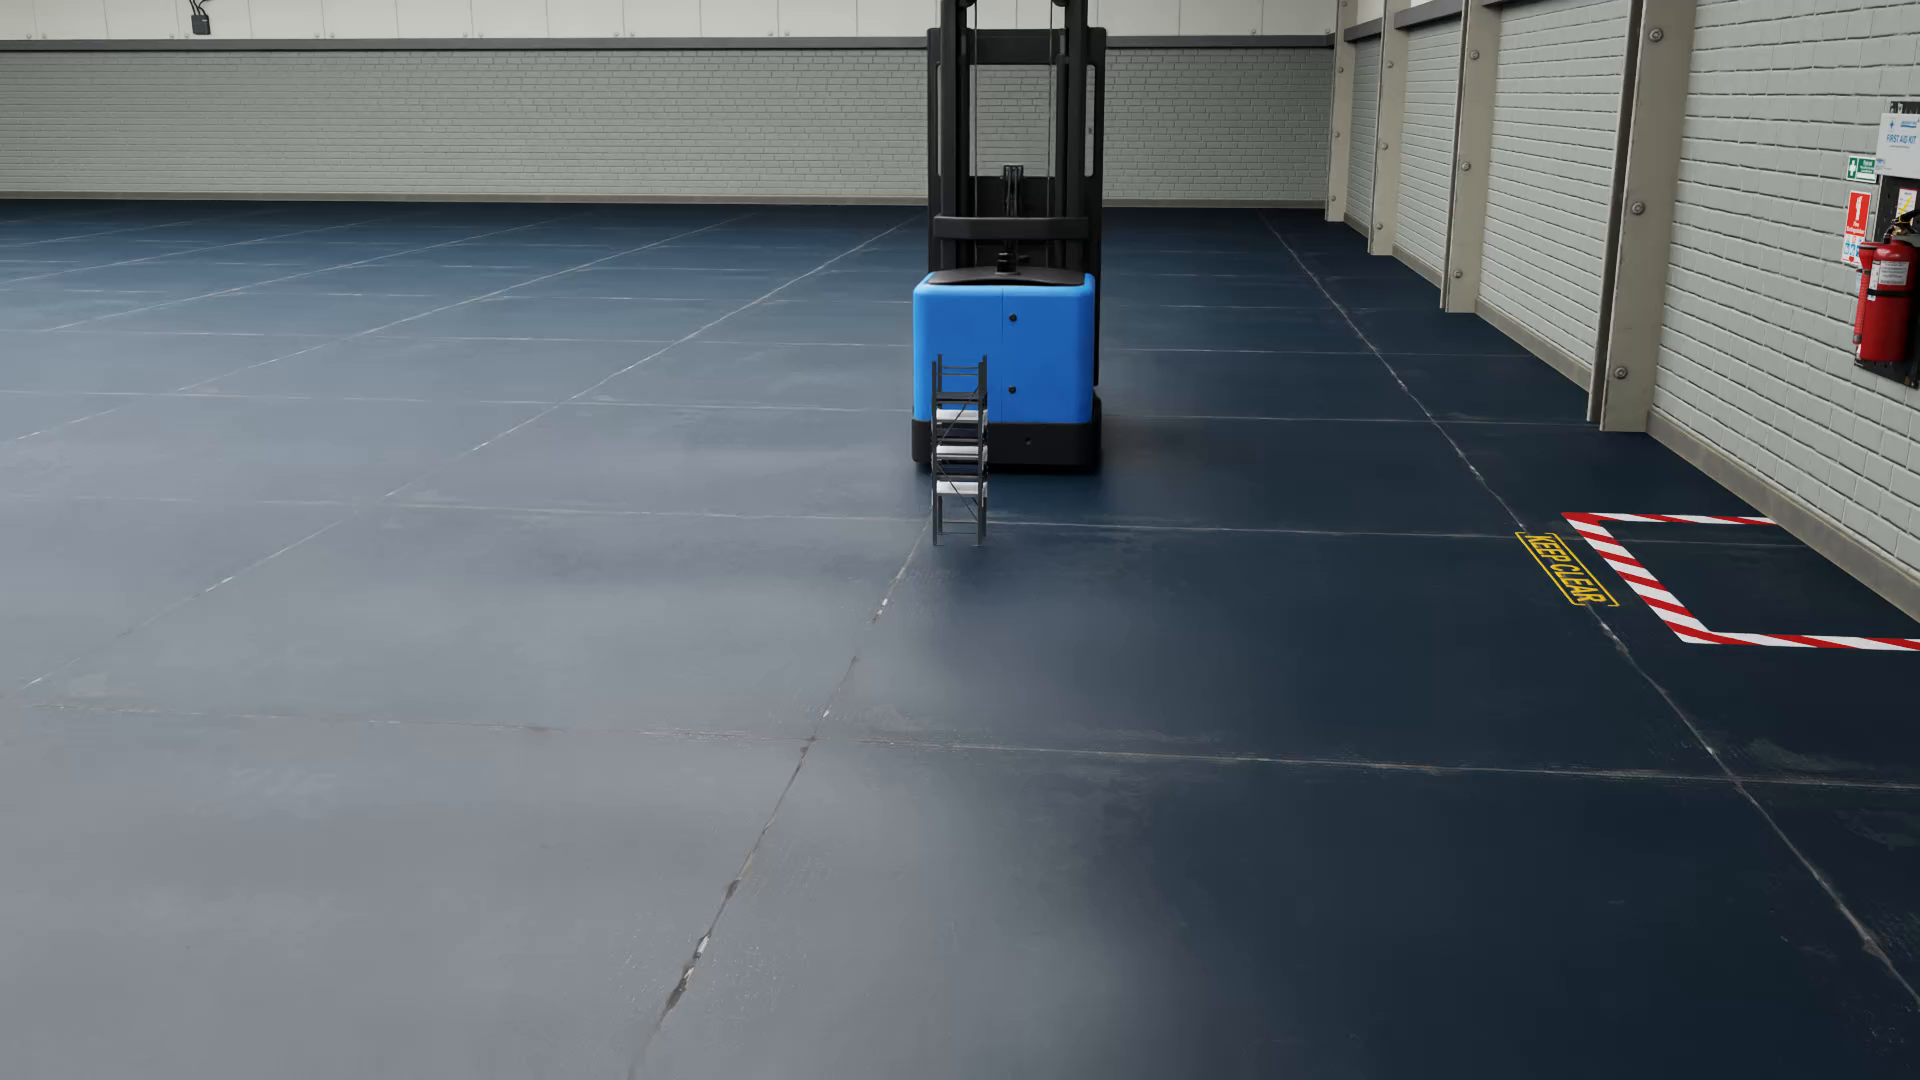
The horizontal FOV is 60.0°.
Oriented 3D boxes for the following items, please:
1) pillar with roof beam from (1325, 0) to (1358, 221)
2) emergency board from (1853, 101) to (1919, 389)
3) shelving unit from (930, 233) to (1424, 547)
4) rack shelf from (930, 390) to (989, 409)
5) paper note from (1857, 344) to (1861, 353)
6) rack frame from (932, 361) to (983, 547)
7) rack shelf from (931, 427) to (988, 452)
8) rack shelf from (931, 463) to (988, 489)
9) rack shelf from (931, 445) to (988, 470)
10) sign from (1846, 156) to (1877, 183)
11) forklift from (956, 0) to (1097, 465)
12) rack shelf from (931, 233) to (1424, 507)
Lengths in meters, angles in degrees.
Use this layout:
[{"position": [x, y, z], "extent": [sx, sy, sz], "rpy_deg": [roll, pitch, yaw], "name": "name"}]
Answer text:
[{"position": [2.087, -9.892, 27.507], "extent": [9.100, 9.000, 0.400], "rpy_deg": [2, 15, 6], "name": "pillar with roof beam"}, {"position": [3.973, -1.285, 7.167], "extent": [0.194, 1.169, 0.643], "rpy_deg": [2, 15, 6], "name": "emergency board"}, {"position": [3.807, -2.718, 16.489], "extent": [6.000, 0.900, 18.469], "rpy_deg": [2, 15, 6], "name": "shelving unit"}, {"position": [-0.001, -0.661, 7.975], "extent": [0.258, 0.077, 0.200], "rpy_deg": [2, 15, 6], "name": "rack shelf"}, {"position": [4.062, -0.903, 7.444], "extent": [0.016, 0.148, 0.142], "rpy_deg": [2, 15, 6], "name": "paper note"}, {"position": [-0.012, -0.406, 7.939], "extent": [0.240, 0.900, 0.006], "rpy_deg": [2, 15, 6], "name": "rack frame"}, {"position": [-0.001, -0.487, 8.022], "extent": [0.258, 0.077, 0.200], "rpy_deg": [2, 15, 6], "name": "rack shelf"}, {"position": [-0.001, -0.313, 8.069], "extent": [0.258, 0.077, 0.200], "rpy_deg": [2, 15, 6], "name": "rack shelf"}, {"position": [-0.001, -0.400, 8.046], "extent": [0.258, 0.077, 0.200], "rpy_deg": [2, 15, 6], "name": "rack shelf"}, {"position": [4.129, -1.697, 7.609], "extent": [0.001, 0.109, 0.331], "rpy_deg": [2, 15, 6], "name": "sign"}, {"position": [0.368, -2.174, 10.586], "extent": [1.121, 2.935, 3.031], "rpy_deg": [1, 15, 5], "name": "forklift"}, {"position": [3.807, -2.417, 16.573], "extent": [6.000, 0.275, 18.464], "rpy_deg": [2, 15, 6], "name": "rack shelf"}]
